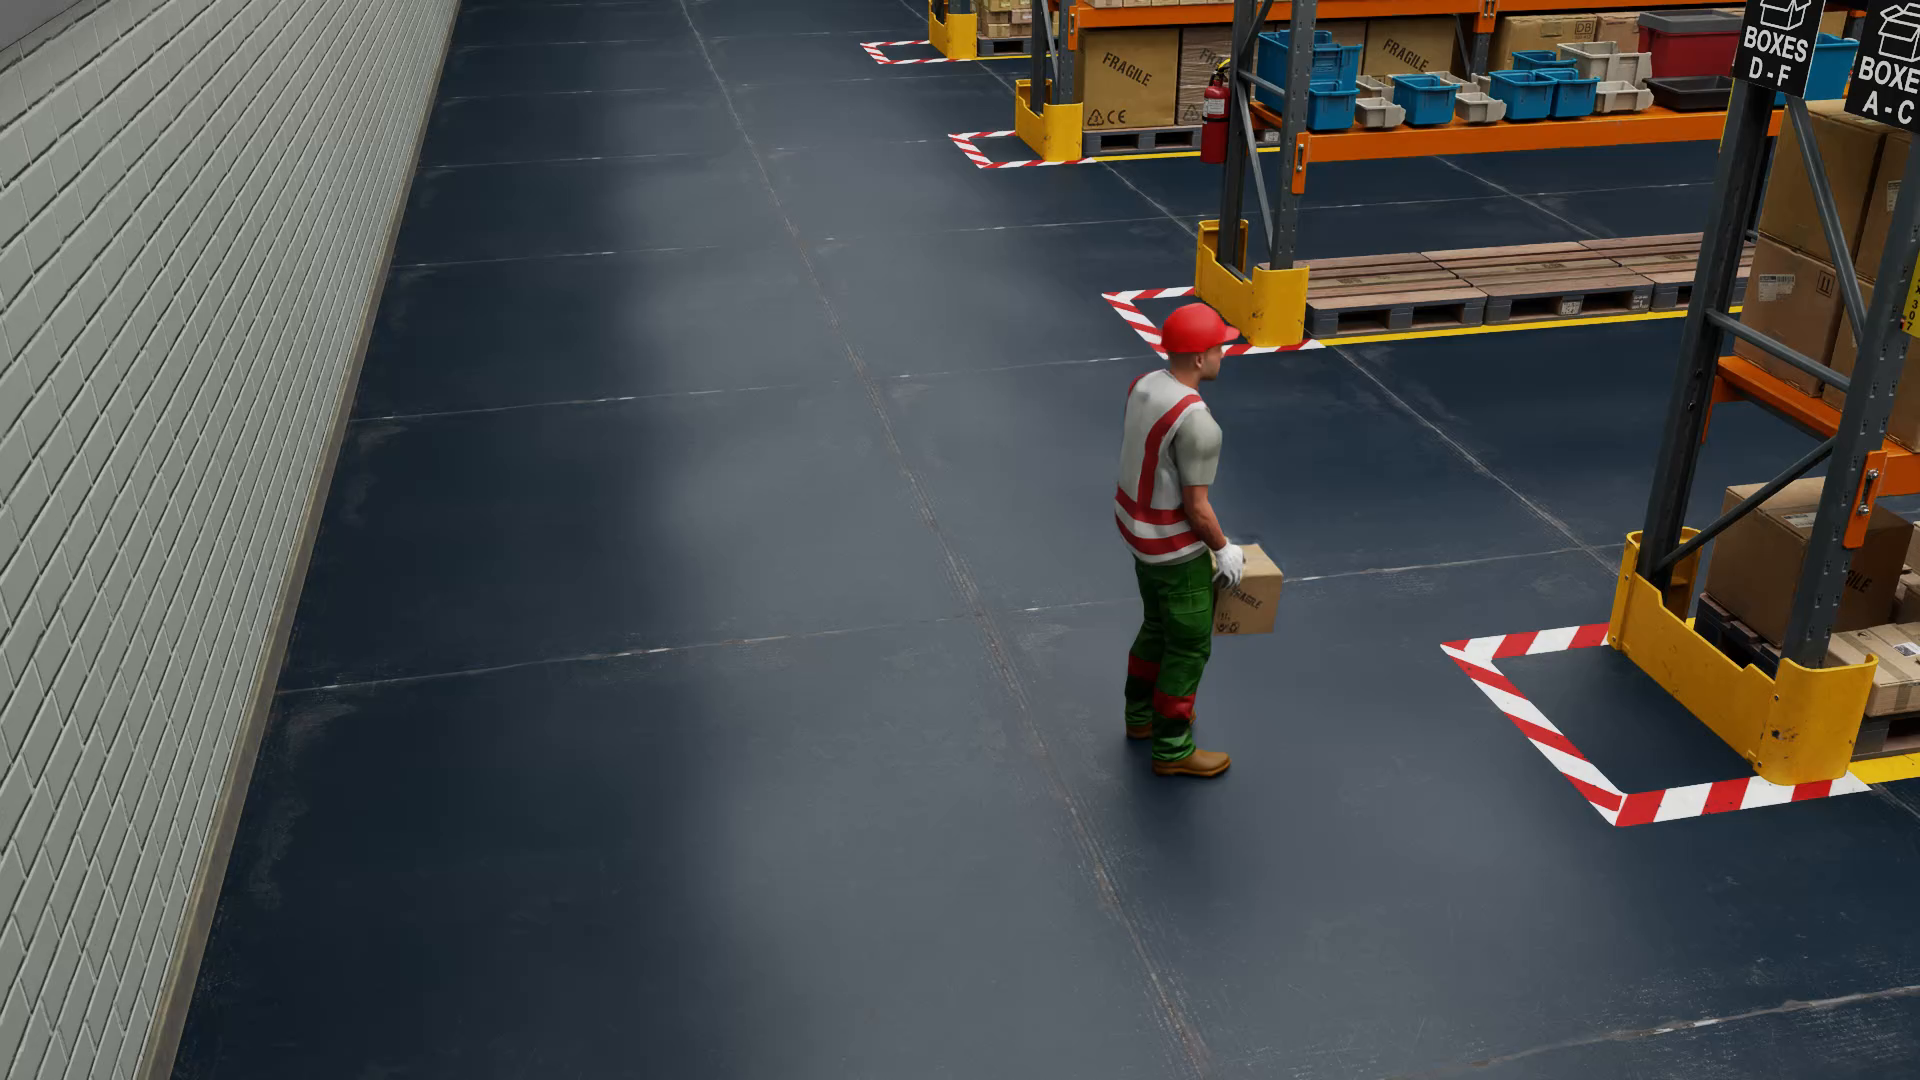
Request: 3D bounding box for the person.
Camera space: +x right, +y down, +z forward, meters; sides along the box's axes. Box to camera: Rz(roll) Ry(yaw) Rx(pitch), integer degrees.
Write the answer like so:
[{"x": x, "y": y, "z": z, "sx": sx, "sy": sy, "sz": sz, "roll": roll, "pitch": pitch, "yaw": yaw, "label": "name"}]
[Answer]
[{"x": 0.787, "y": 0.000, "z": 6.089, "sx": 0.414, "sy": 1.788, "sz": 0.544, "roll": -6, "pitch": 27, "yaw": -13, "label": "person"}]
